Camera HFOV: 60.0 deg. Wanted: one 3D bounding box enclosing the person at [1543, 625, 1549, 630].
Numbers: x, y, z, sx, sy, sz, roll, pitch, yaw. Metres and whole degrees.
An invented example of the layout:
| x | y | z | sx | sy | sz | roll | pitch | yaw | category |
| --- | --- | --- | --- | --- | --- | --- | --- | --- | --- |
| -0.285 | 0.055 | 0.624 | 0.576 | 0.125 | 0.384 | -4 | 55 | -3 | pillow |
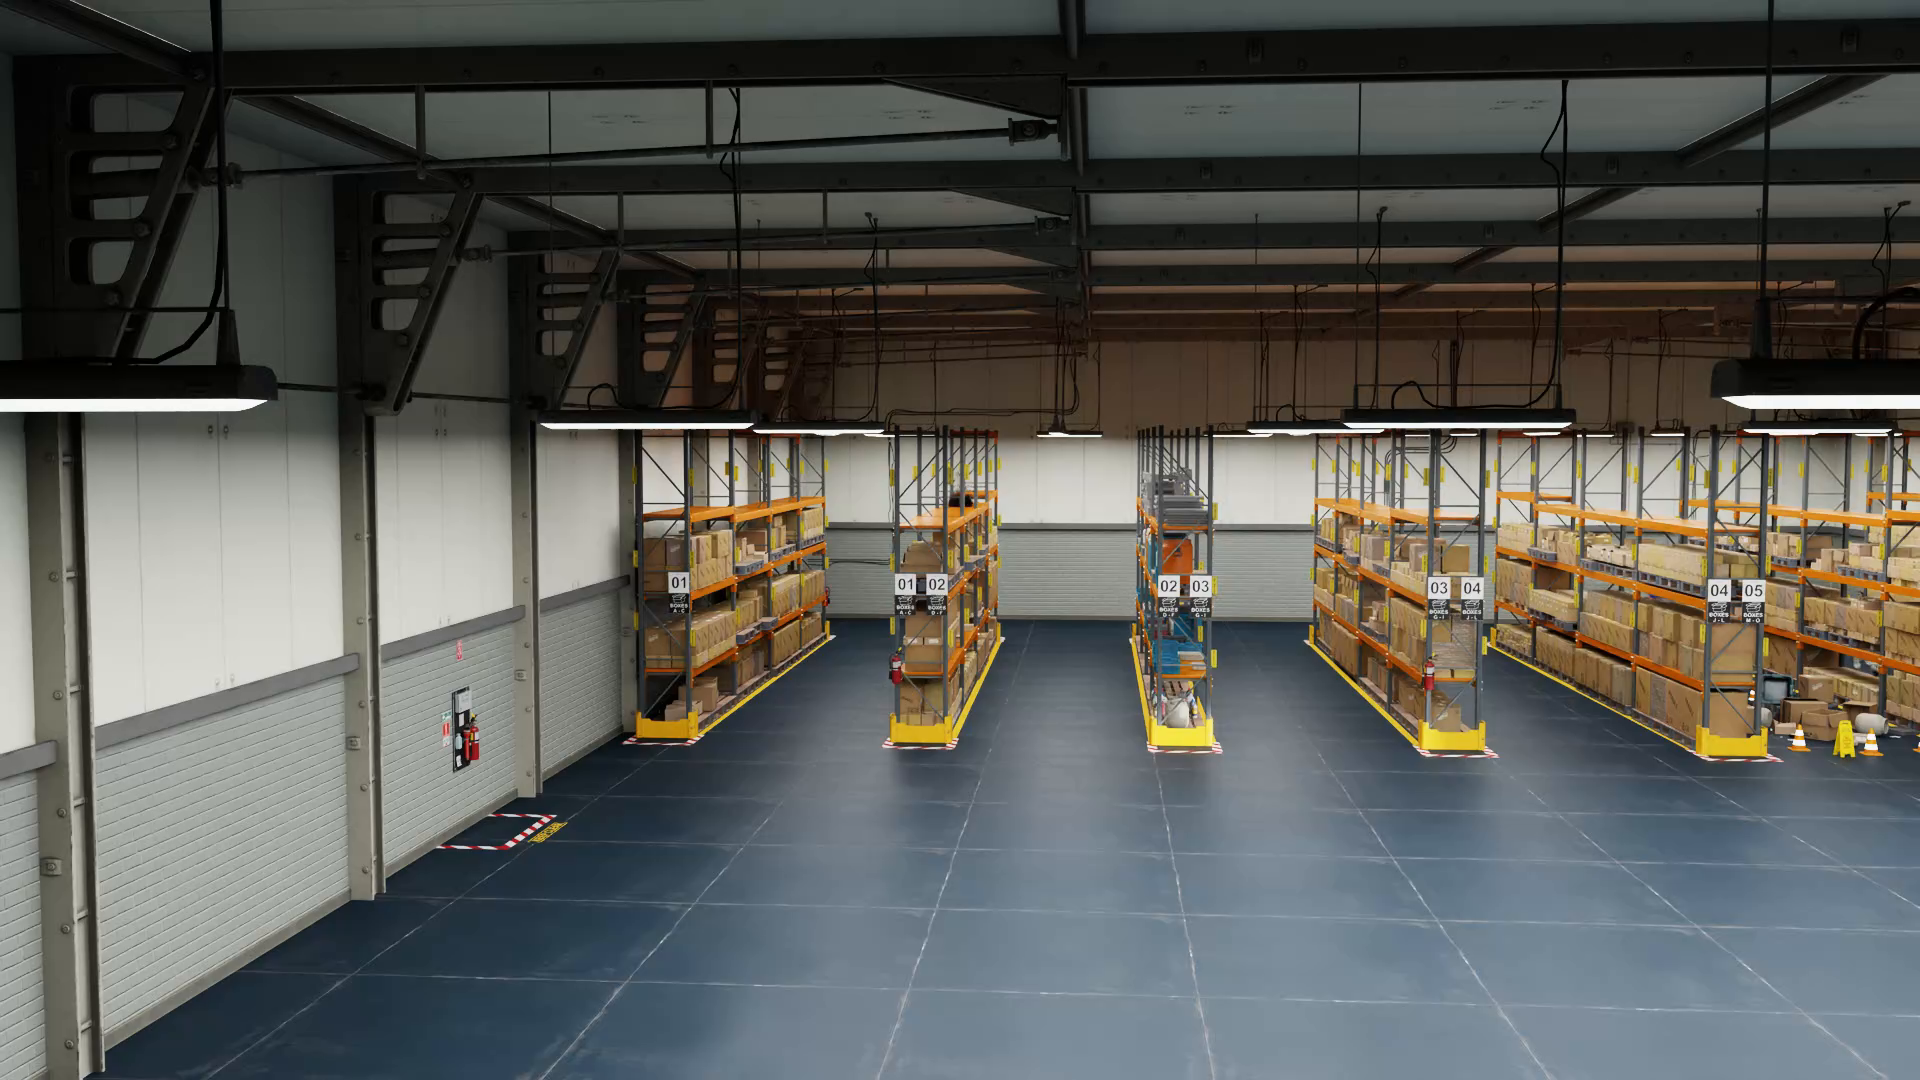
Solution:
| x | y | z | sx | sy | sz | roll | pitch | yaw | category |
| --- | --- | --- | --- | --- | --- | --- | --- | --- | --- |
| 16.834 | 2.044 | 47.201 | 0.807 | 1.747 | 0.583 | 0 | 3 | -1 | person |

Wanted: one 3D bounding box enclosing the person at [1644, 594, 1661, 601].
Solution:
| x | y | z | sx | sy | sz | roll | pitch | yaw | category |
| --- | --- | --- | --- | --- | --- | --- | --- | --- | --- |
| 20.134 | 1.980 | 48.226 | 0.883 | 1.675 | 0.567 | -1 | 4 | -15 | person |

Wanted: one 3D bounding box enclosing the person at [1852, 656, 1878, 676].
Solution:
| x | y | z | sx | sy | sz | roll | pitch | yaw | category |
| --- | --- | --- | --- | --- | --- | --- | --- | --- | --- |
| 21.600 | 2.474 | 39.686 | 0.659 | 1.738 | 0.821 | 0 | 3 | -4 | person |
